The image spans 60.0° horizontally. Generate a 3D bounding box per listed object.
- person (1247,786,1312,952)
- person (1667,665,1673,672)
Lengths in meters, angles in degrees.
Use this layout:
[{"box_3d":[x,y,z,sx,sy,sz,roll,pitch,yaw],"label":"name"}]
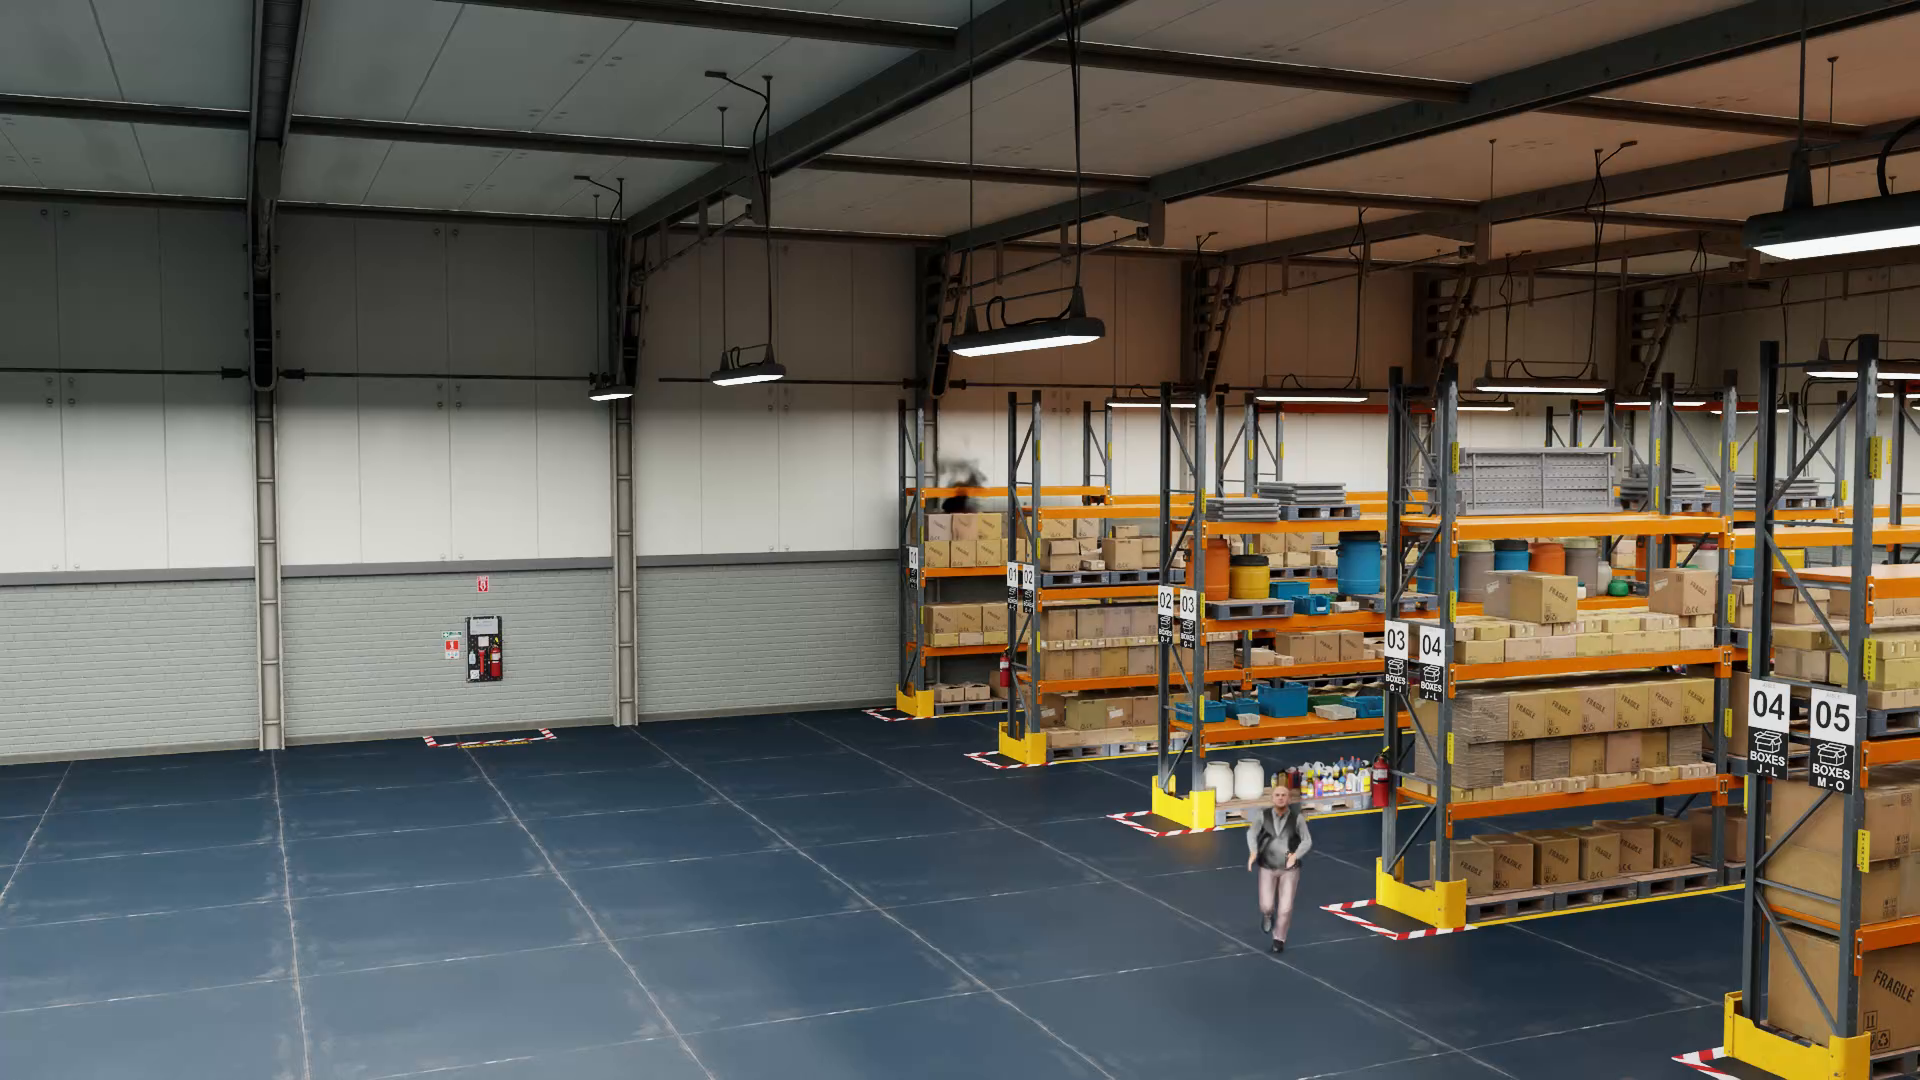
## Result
[{"box_3d":[3.241,3.342,16.925,0.667,1.680,0.579,1,3,14],"label":"person"},{"box_3d":[12.619,2.535,30.036,0.916,1.689,0.607,-2,4,-28],"label":"person"}]
